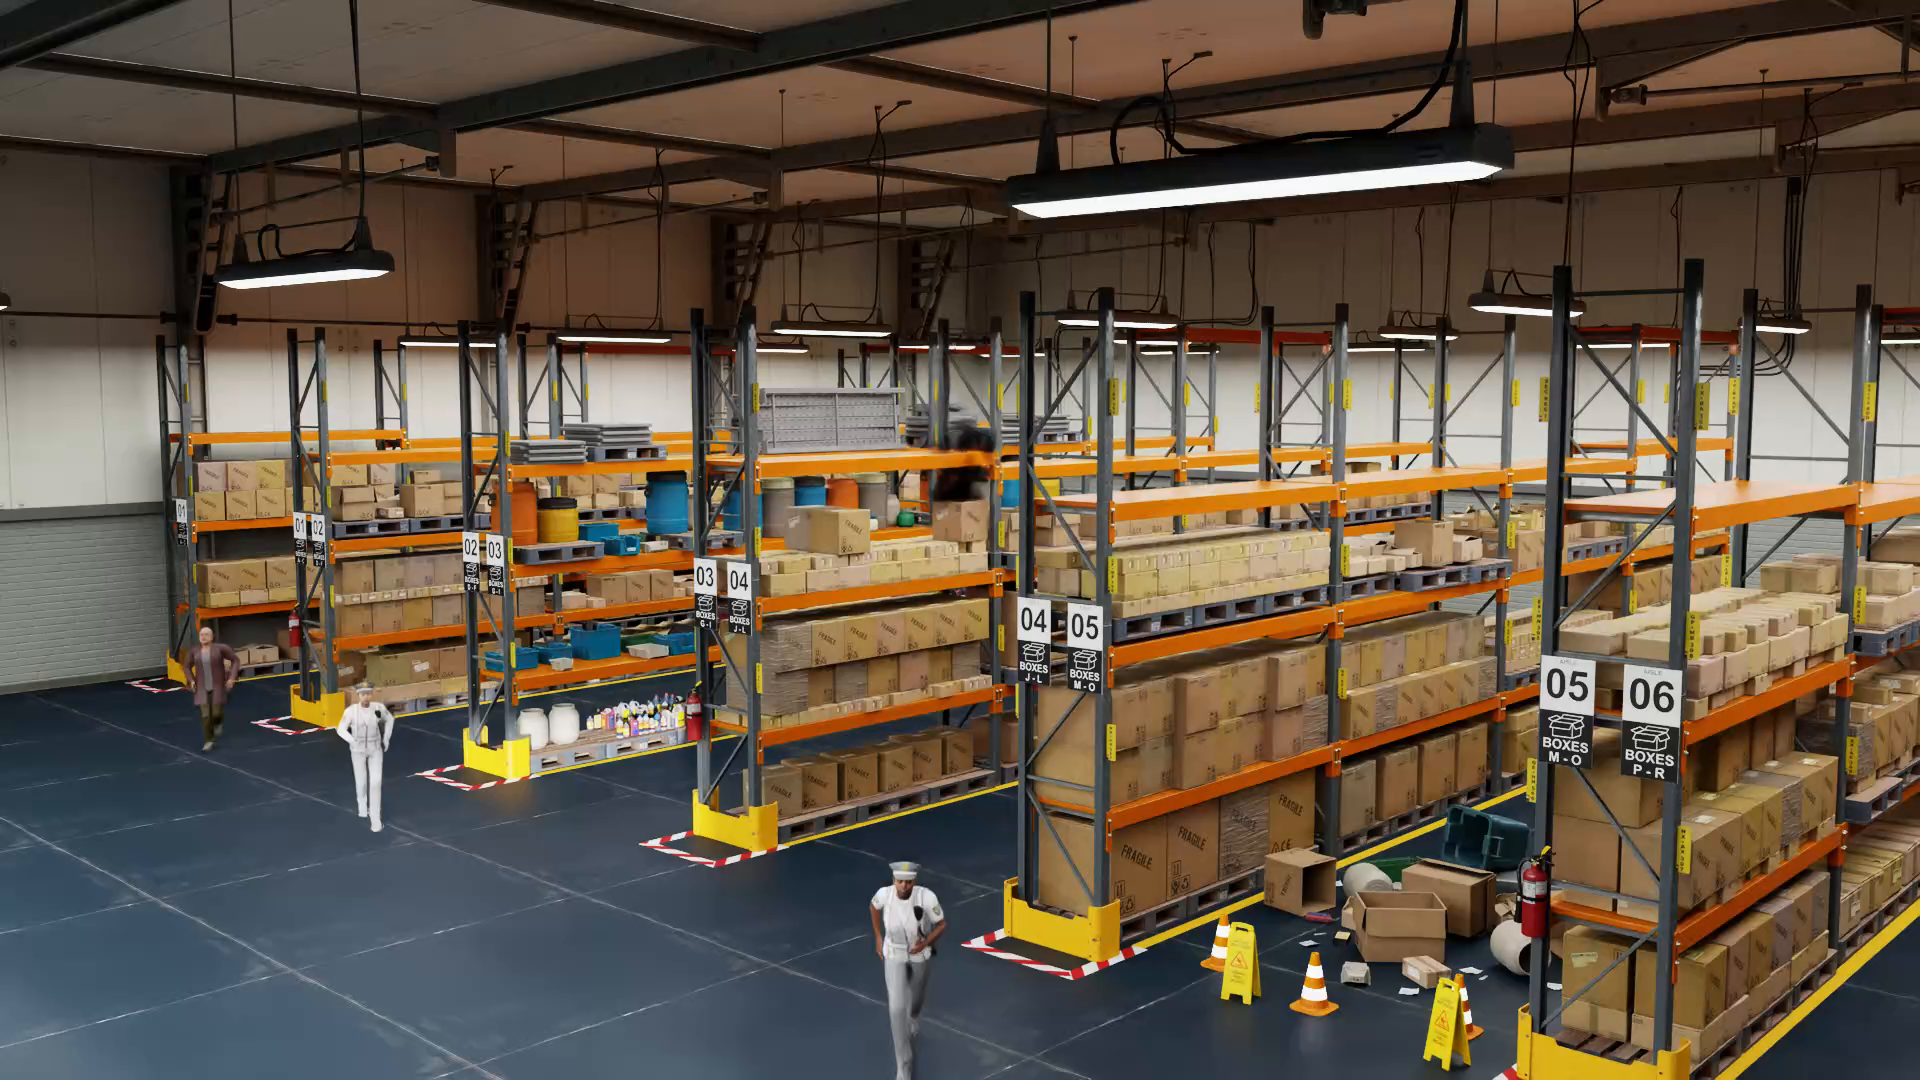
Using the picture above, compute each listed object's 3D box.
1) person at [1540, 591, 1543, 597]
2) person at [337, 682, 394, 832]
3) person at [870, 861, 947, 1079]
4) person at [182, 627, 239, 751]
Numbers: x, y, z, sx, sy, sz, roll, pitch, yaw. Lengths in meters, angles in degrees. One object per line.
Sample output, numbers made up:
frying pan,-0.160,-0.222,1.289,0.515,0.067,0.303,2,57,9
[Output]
person,9.546,1.707,27.182,0.989,1.774,0.668,-5,7,-41
person,-6.962,2.489,19.509,0.633,1.720,0.836,-2,6,-20
person,-0.389,3.171,12.557,0.581,1.690,1.034,0,5,-2
person,-10.611,2.095,23.568,0.741,1.747,0.707,-1,6,-14
